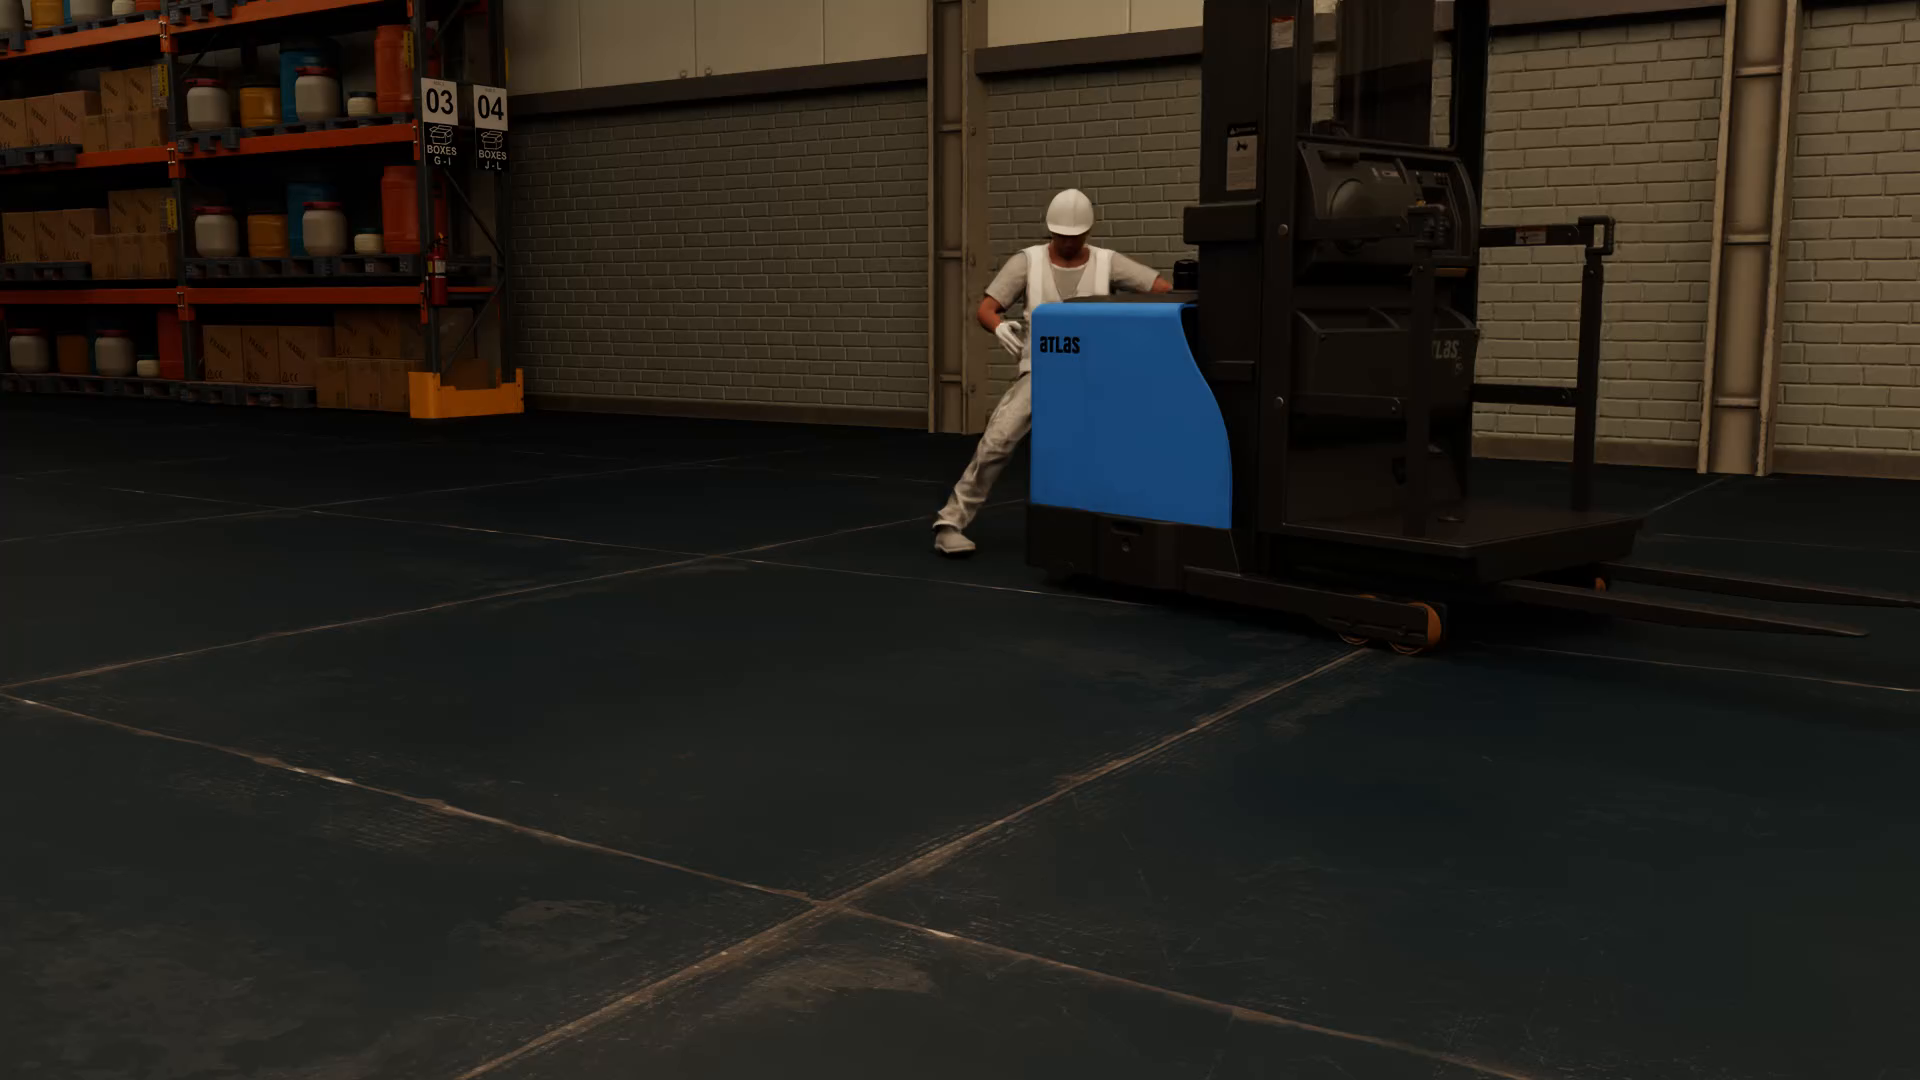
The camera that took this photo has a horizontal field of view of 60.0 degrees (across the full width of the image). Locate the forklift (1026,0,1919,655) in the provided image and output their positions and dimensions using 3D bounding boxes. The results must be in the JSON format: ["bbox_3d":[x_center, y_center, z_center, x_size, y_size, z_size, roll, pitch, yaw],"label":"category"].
[{"bbox_3d":[1.595,-1.177,5.467,1.130,2.935,3.031,-7,11,-40],"label":"forklift"}]

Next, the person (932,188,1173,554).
[{"bbox_3d":[0.546,-0.751,7.317,1.331,1.564,0.840,0,8,1],"label":"person"}]
